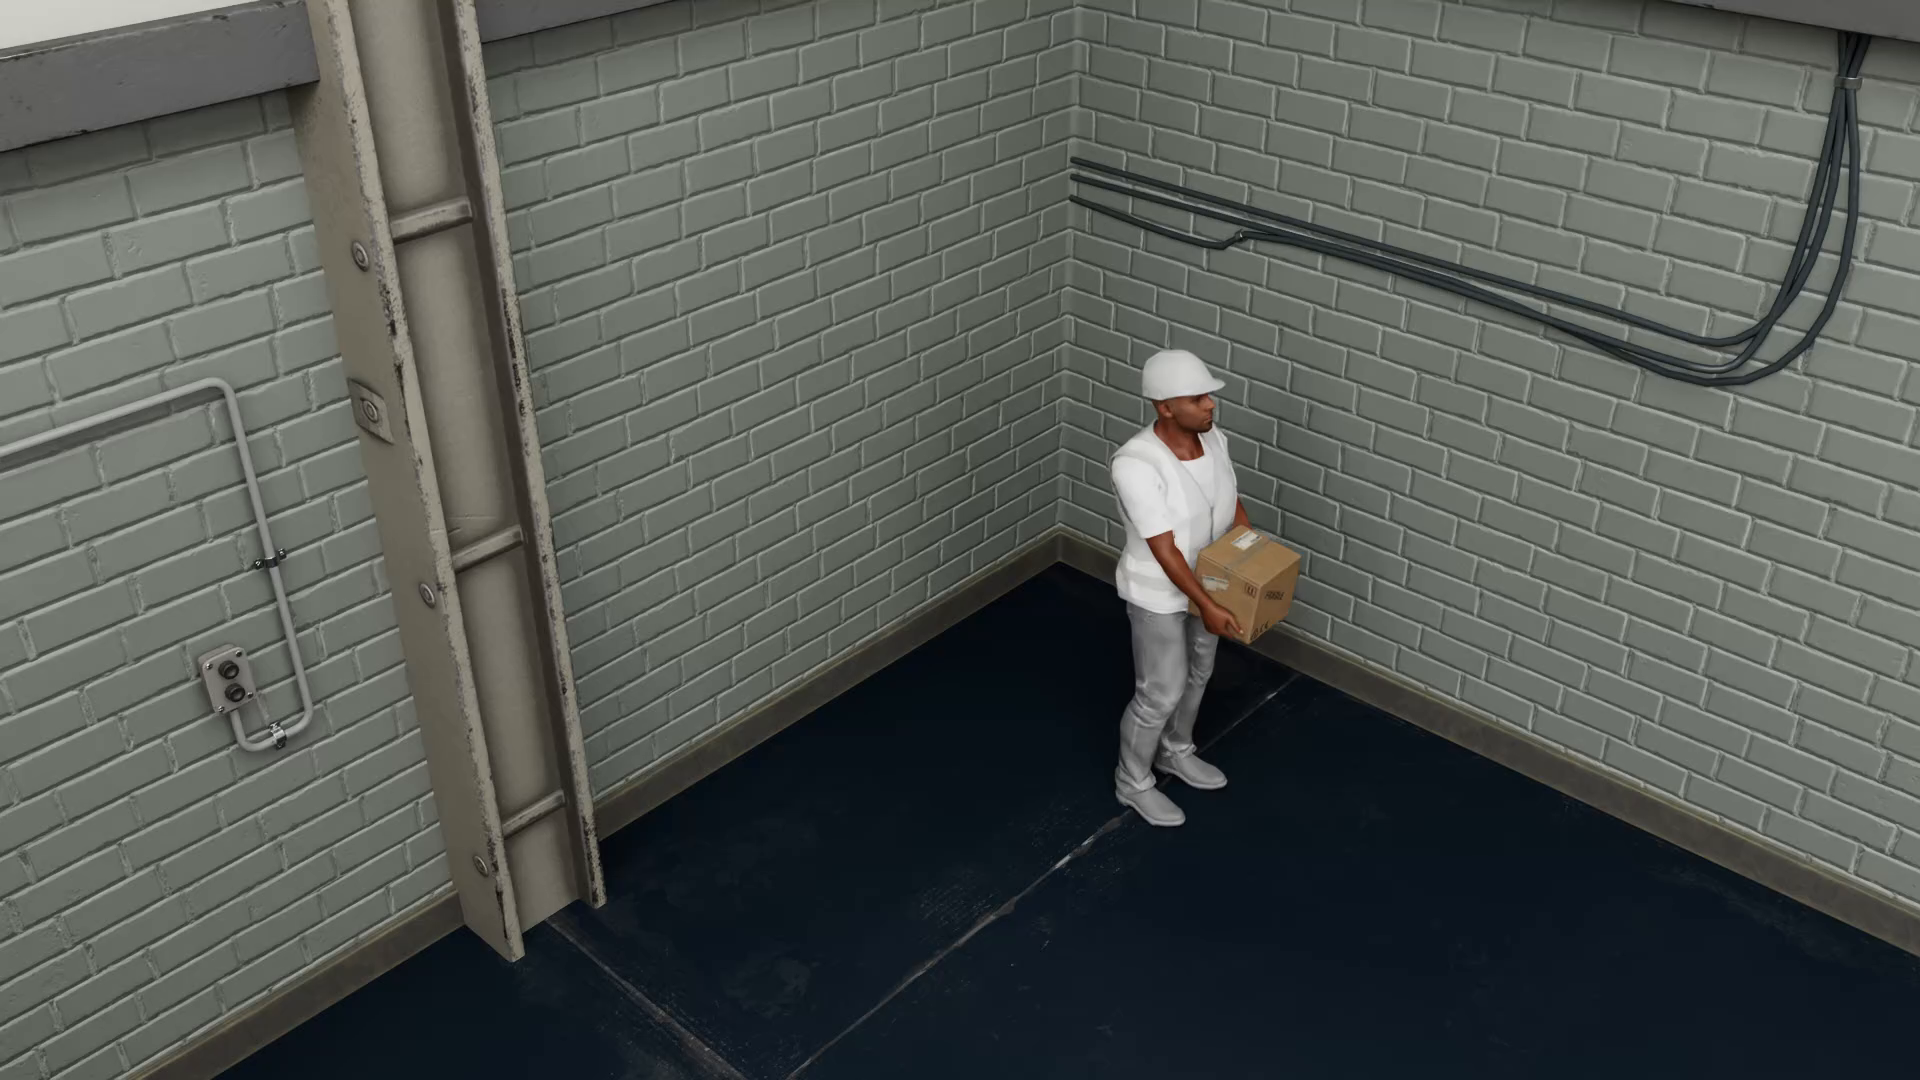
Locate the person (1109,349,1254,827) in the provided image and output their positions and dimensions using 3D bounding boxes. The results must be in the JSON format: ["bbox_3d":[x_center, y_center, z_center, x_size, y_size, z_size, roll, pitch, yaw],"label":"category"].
[{"bbox_3d":[0.825,0.200,5.783,0.575,1.764,0.510,25,39,35],"label":"person"}]
